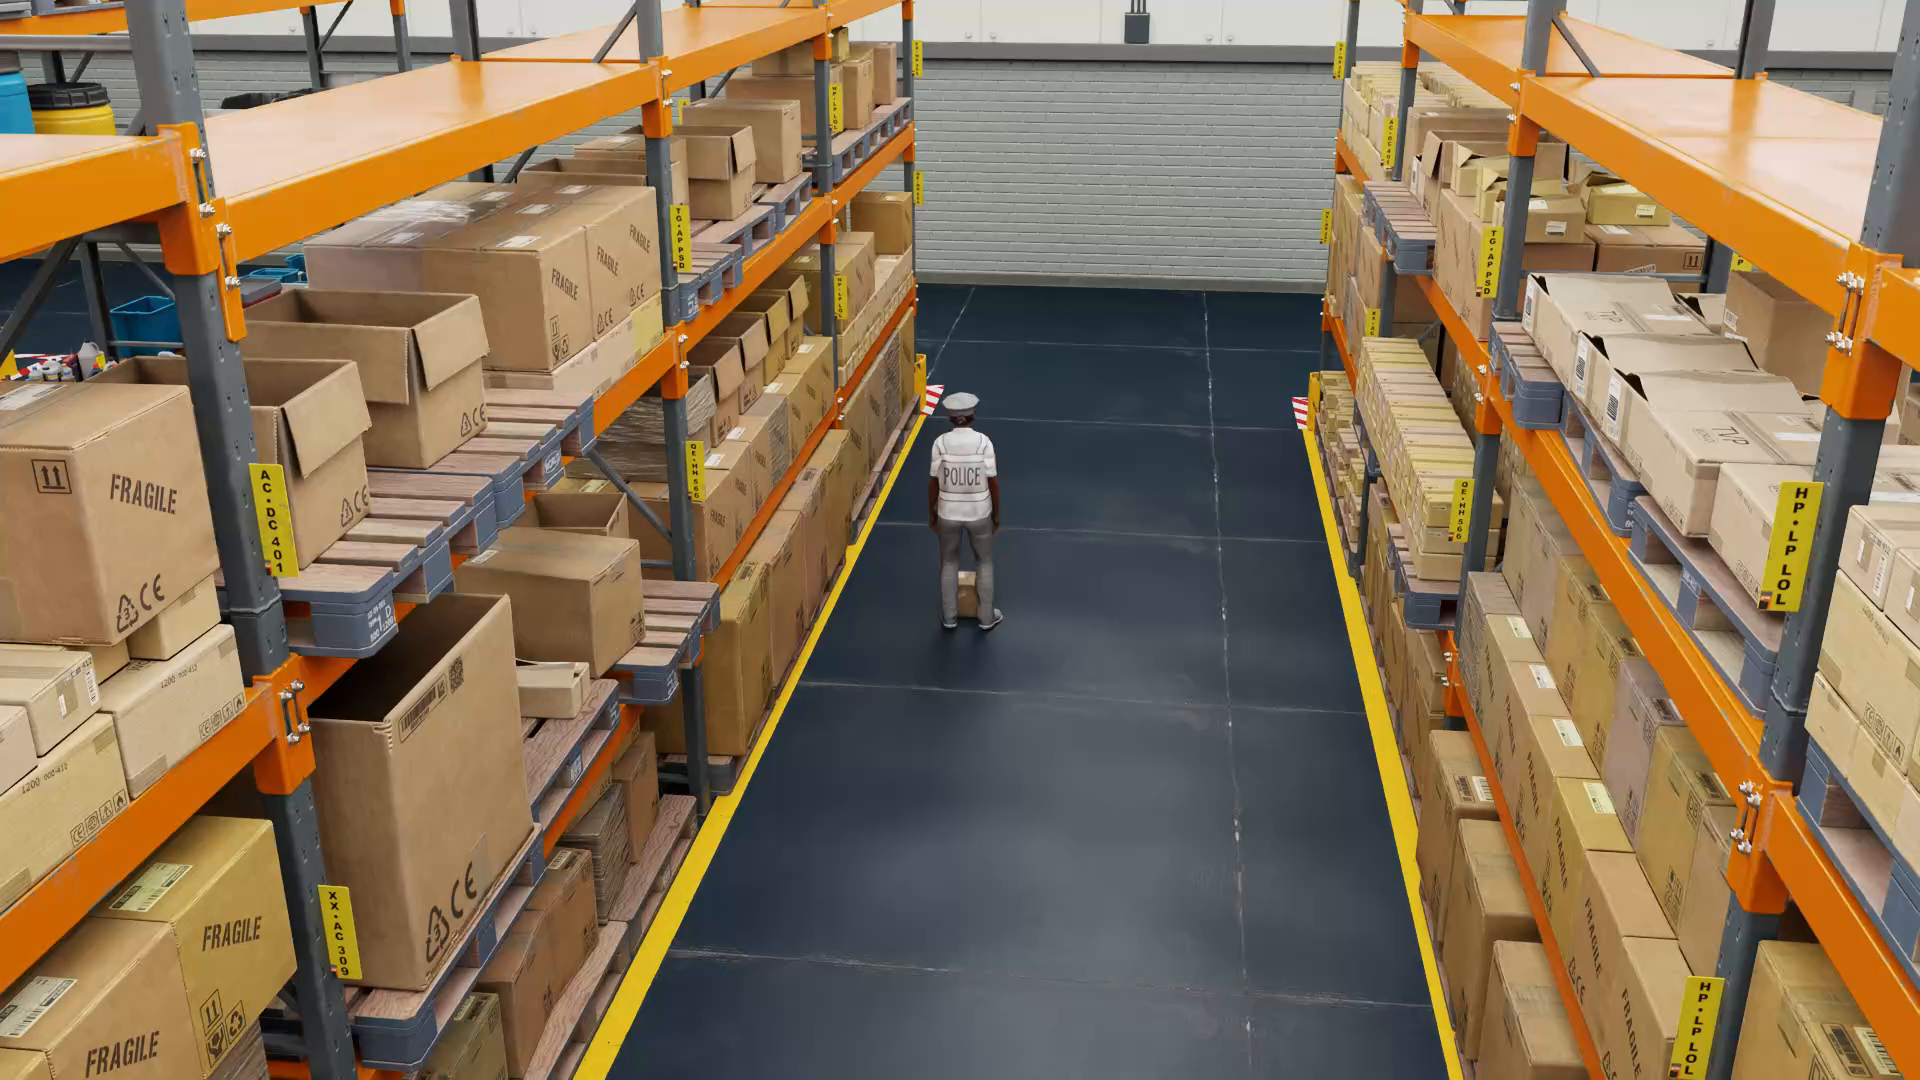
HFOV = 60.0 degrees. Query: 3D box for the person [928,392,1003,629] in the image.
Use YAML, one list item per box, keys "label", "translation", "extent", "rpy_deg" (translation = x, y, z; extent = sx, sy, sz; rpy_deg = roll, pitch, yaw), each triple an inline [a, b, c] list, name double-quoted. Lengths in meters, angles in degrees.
- label: "person"
  translation: [0.040, -0.176, 11.543]
  extent: [0.517, 1.653, 0.397]
  rpy_deg: [1, 21, 4]
